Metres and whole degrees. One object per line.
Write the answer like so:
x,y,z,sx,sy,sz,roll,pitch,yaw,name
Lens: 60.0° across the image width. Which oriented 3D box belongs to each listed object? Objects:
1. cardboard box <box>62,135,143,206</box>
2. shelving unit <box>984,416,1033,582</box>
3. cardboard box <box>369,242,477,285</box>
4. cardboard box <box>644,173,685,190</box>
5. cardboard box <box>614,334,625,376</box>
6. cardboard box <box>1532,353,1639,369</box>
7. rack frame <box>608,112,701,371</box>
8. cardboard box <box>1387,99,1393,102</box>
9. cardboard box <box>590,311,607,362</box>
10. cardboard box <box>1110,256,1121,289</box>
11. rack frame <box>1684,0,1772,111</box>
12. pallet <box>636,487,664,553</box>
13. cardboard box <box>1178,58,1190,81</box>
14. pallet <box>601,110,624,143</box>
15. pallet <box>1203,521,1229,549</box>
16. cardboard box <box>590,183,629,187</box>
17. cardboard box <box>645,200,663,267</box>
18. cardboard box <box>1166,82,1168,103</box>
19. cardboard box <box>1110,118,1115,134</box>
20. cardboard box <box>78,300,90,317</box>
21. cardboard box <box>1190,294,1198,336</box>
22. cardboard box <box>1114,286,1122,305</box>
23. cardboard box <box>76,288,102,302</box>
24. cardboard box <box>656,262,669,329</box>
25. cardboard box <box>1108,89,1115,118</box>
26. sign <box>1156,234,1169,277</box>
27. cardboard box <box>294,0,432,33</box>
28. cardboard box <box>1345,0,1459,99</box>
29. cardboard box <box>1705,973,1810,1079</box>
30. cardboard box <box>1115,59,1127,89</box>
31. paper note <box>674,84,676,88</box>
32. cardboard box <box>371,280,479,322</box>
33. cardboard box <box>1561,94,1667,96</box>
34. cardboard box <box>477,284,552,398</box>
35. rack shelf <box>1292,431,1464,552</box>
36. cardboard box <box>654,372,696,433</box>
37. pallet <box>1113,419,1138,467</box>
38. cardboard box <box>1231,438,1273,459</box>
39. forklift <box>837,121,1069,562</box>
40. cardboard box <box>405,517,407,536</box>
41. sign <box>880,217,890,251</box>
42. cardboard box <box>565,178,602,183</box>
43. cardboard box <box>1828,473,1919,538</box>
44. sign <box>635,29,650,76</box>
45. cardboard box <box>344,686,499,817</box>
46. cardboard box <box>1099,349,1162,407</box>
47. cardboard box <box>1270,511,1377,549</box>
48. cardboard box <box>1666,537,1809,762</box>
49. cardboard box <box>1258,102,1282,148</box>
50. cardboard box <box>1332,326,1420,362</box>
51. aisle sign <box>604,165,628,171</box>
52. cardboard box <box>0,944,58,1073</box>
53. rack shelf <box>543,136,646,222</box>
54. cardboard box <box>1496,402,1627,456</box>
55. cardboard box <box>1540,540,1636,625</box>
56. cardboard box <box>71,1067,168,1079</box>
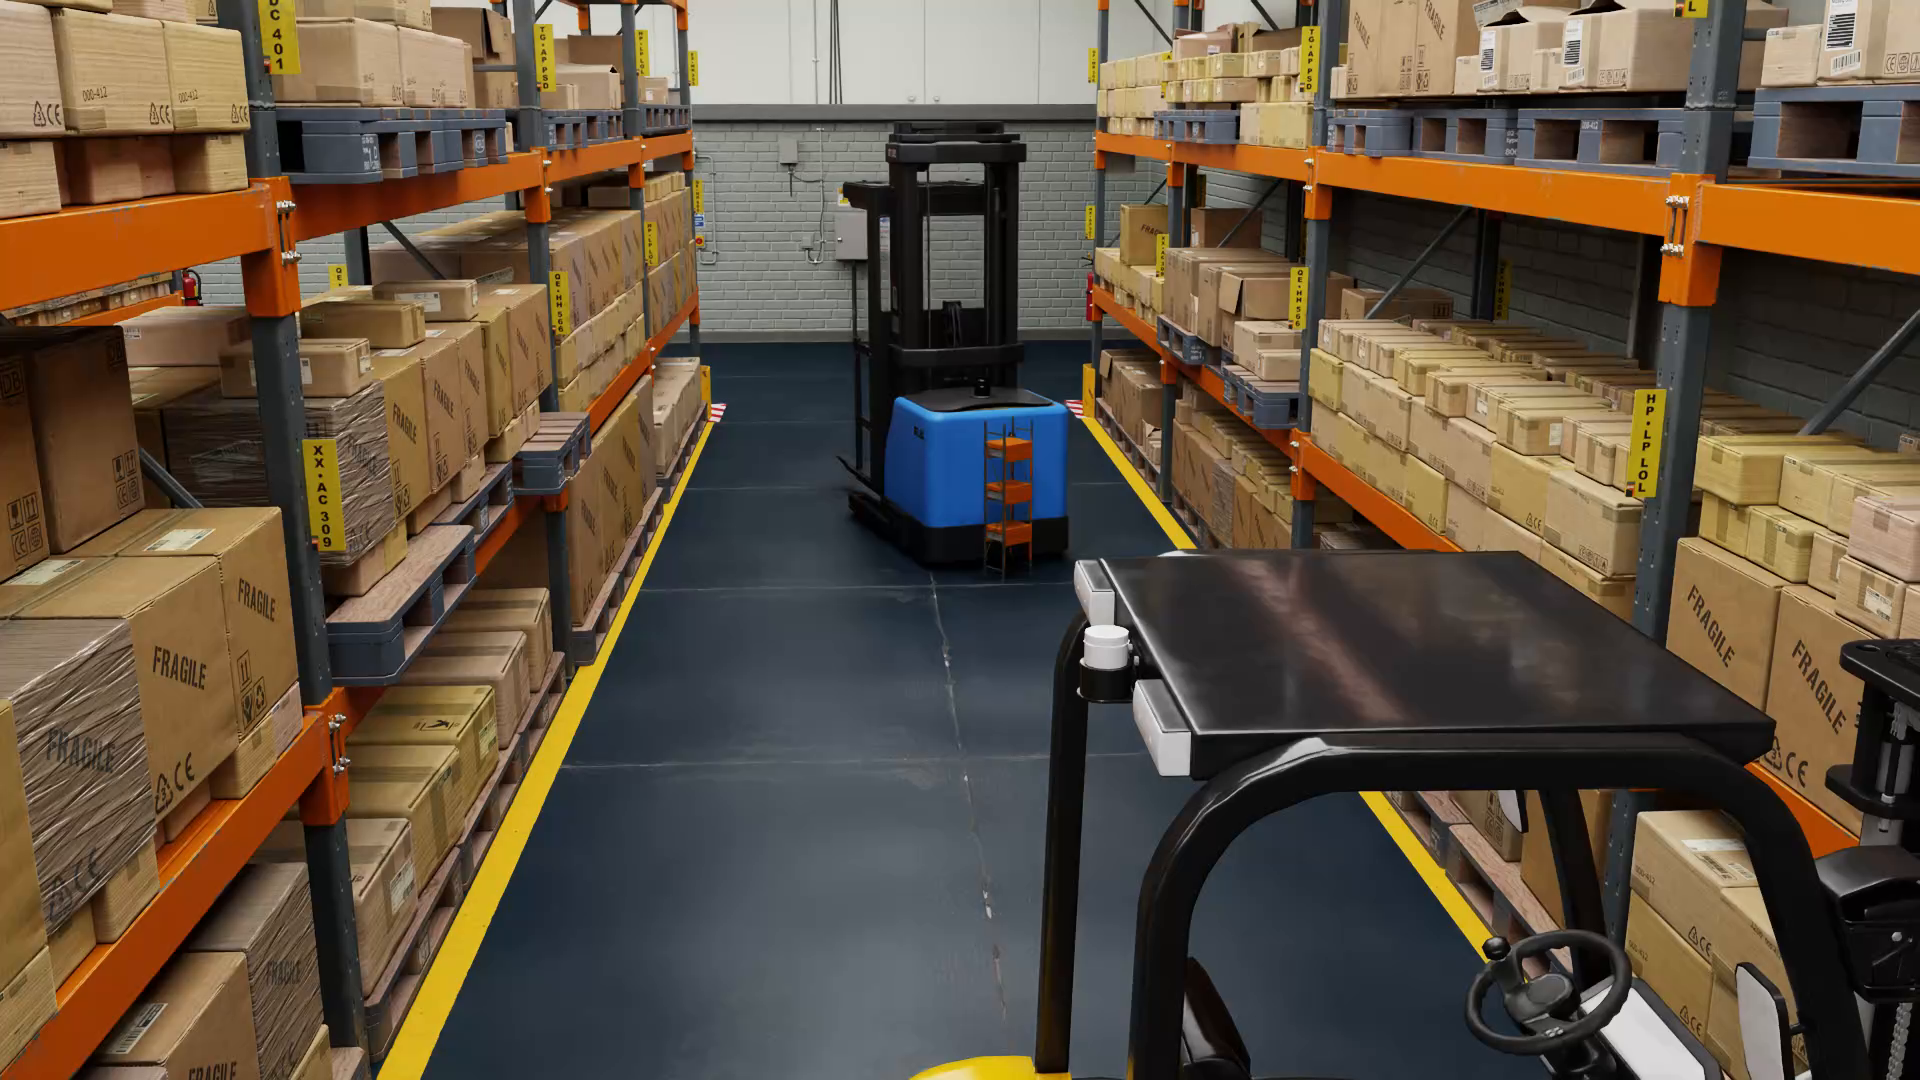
-2.074,-0.827,3.707,0.380,0.149,0.250,-1,14,-3,cardboard box
0.318,-0.272,10.976,0.252,1.050,0.215,-12,19,-39,shelving unit
-2.907,-1.350,9.045,0.500,0.500,0.500,-1,14,-5,cardboard box
-2.748,-3.317,15.389,0.380,0.149,0.250,-1,14,-4,cardboard box
-2.540,-1.254,11.183,0.500,0.250,0.500,-1,14,-5,cardboard box
2.767,-0.739,7.377,0.380,0.149,0.250,-1,14,-4,cardboard box
-3.110,-2.682,16.430,1.000,3.000,0.127,-1,14,-3,rack frame
2.557,-2.500,9.204,0.380,0.149,0.250,-1,14,-4,cardboard box
-2.448,-1.244,10.141,0.500,0.250,0.500,-1,14,-4,cardboard box
1.670,-2.463,15.282,0.500,0.250,0.500,-1,14,-4,cardboard box
2.588,-2.681,4.385,1.000,3.000,0.127,-1,14,-3,rack frame
-2.739,-0.146,12.170,1.003,0.211,1.213,-1,14,-3,pallet
1.734,-3.282,11.605,0.380,0.149,0.250,-1,14,-4,cardboard box
-2.756,-2.820,11.331,0.805,0.209,1.217,-1,15,-6,pallet
2.259,0.092,11.247,1.003,0.211,1.213,-1,14,-3,pallet
-2.712,-2.743,13.158,0.380,0.149,0.250,-1,14,-4,cardboard box
-2.675,-2.468,13.390,0.500,0.500,0.500,-1,14,-4,cardboard box
1.714,-3.267,12.146,0.380,0.149,0.250,-1,14,-3,cardboard box
1.586,-3.815,15.319,0.380,0.149,0.250,-1,14,-2,cardboard box
-7.717,-1.995,14.263,0.380,0.149,0.250,-1,14,-2,cardboard box
1.795,-1.552,11.464,0.396,0.266,0.258,0,14,-1,cardboard box
1.621,-2.231,15.181,0.380,0.149,0.250,-1,14,-5,cardboard box
-7.671,-2.287,14.097,0.500,0.500,0.500,0,14,-1,cardboard box
-2.657,-1.982,13.508,0.500,0.500,0.500,-1,14,-3,cardboard box
1.651,-4.043,15.404,0.500,0.250,0.500,-1,14,-2,cardboard box
1.551,-2.174,12.718,0.100,0.325,0.005,-1,14,-3,sign
-2.043,-1.798,5.432,0.500,0.250,0.500,-1,14,-5,cardboard box
2.142,-2.339,7.833,0.500,0.500,0.500,-1,14,-3,cardboard box
2.343,1.361,4.388,0.500,0.250,0.500,-1,14,-4,cardboard box
1.679,-4.160,14.856,0.500,0.250,0.500,-1,14,-4,cardboard box
-2.399,-3.827,14.008,0.006,0.032,0.123,-1,14,-3,paper note
-2.231,-1.000,6.951,0.380,0.149,0.250,-2,15,-6,cardboard box
2.548,-1.833,6.536,0.380,0.166,0.250,-1,14,-3,cardboard box
-2.308,-0.979,8.173,0.500,0.500,0.500,-1,14,-5,cardboard box
2.464,0.076,7.156,1.077,0.370,4.000,-1,14,-3,rack shelf
-2.904,-1.254,15.181,0.875,0.438,0.875,0,14,-2,cardboard box
1.972,-0.889,15.059,1.003,0.211,1.213,-1,14,-3,pallet
2.038,-0.588,11.164,0.380,0.149,0.250,-1,14,-3,cardboard box
-0.214,-1.592,12.331,1.130,2.935,3.031,-5,15,-19,forklift
-2.186,-0.053,5.875,0.380,0.149,0.250,0,14,0,cardboard box
-0.897,-4.093,22.106,0.329,0.494,0.001,-1,14,-3,sign
-3.245,-2.985,14.101,0.380,0.149,0.250,-1,14,-3,cardboard box
2.442,-0.071,4.183,0.380,0.149,0.250,-1,14,-4,cardboard box
-2.321,-3.553,12.129,0.100,0.325,0.005,-1,14,-3,sign
-2.494,0.890,6.980,0.950,0.372,0.625,0,14,-2,cardboard box
1.788,-1.600,16.394,0.797,0.503,0.637,-1,15,-6,cardboard box
2.099,0.135,9.654,0.500,0.500,0.500,0,14,-2,cardboard box
2.355,0.291,4.676,0.500,0.500,0.500,-1,14,-5,cardboard box
2.034,-2.399,9.611,0.500,0.250,0.500,-1,14,-3,cardboard box
2.083,-0.982,8.322,0.380,0.149,0.250,-1,14,-2,cardboard box
-3.404,-3.954,16.159,0.394,0.787,0.004,-1,14,-3,aisle sign
-1.938,0.879,3.093,0.380,0.149,0.250,-1,14,-3,cardboard box
-2.738,-2.294,10.347,1.077,0.370,4.000,-1,14,-3,rack shelf
2.200,-0.408,6.091,0.380,0.149,0.250,-1,14,-5,cardboard box
2.295,0.176,5.623,0.500,0.250,0.500,-1,14,-2,cardboard box
-1.996,1.464,3.488,0.500,0.500,0.500,0,14,0,cardboard box
